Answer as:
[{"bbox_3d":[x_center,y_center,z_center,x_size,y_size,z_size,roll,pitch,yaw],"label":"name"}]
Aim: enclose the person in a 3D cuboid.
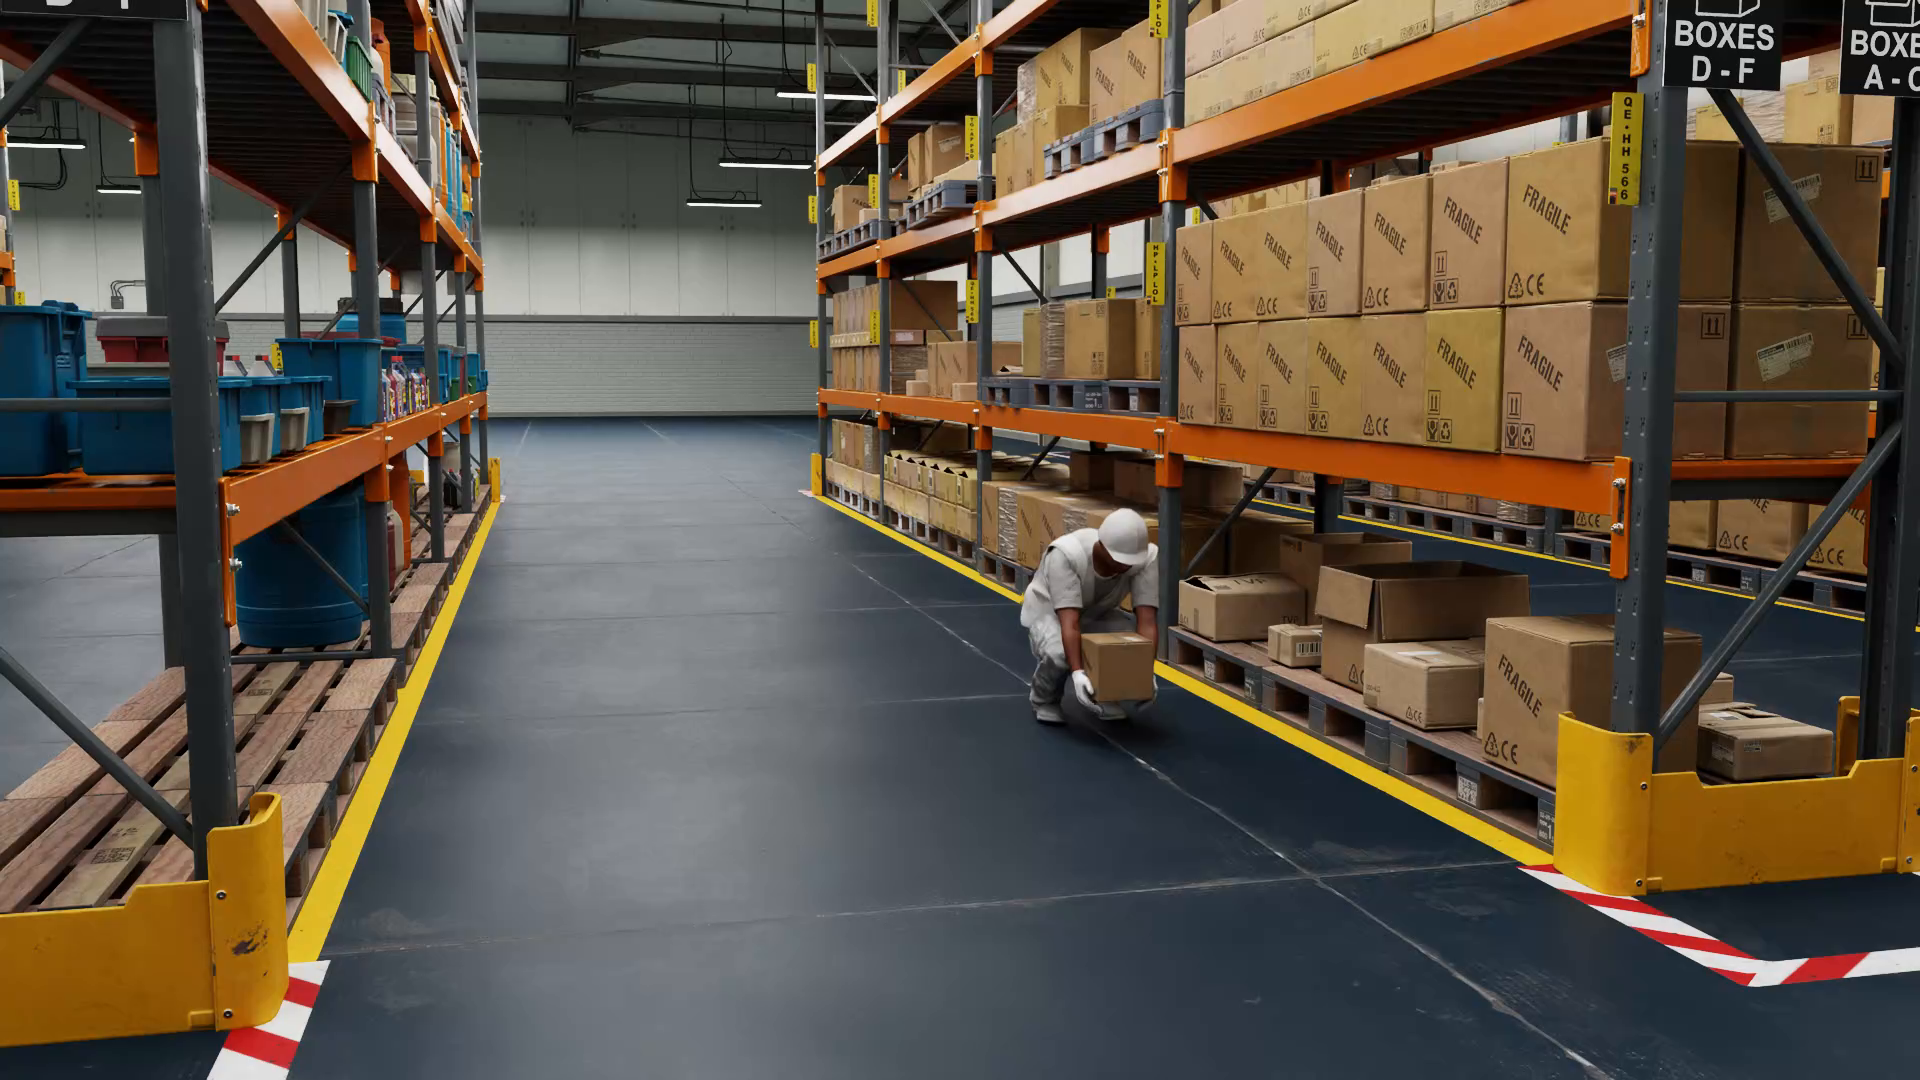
[{"bbox_3d":[0.601,0.335,7.399,0.565,1.001,0.921,-2,6,-15],"label":"person"}]
